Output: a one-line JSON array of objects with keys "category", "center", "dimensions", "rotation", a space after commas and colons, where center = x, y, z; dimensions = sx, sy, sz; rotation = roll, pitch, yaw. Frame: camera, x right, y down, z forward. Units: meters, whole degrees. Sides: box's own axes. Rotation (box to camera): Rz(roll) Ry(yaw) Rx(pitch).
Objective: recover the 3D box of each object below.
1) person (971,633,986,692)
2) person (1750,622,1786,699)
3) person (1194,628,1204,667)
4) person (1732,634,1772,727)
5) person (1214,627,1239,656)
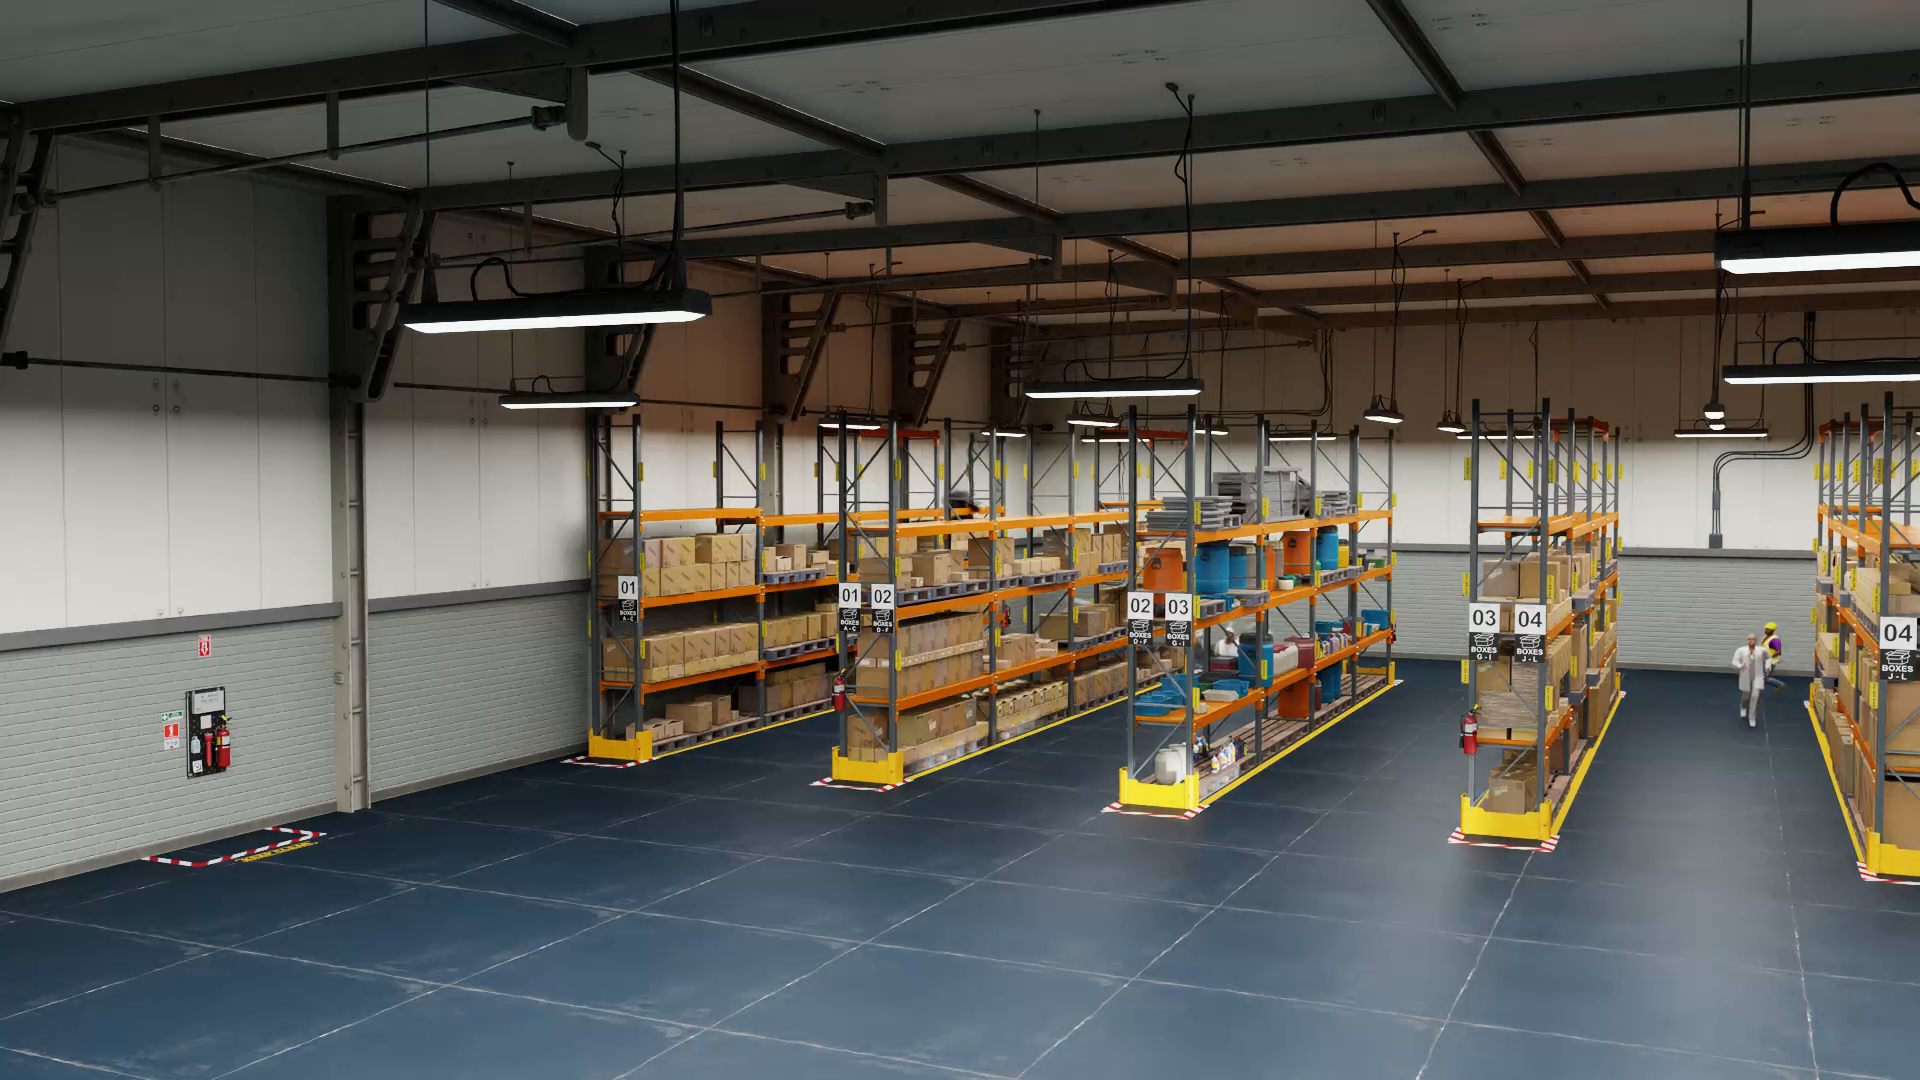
[{"category": "person", "center": [0.424, 2.741, 35.101], "dimensions": [0.588, 1.658, 0.546], "rotation": [1, 2, 18]}, {"category": "person", "center": [17.742, 2.663, 36.415], "dimensions": [0.770, 1.717, 0.744], "rotation": [0, 2, 0]}, {"category": "person", "center": [6.005, 2.412, 42.056], "dimensions": [0.700, 1.791, 0.717], "rotation": [2, 3, 40]}, {"category": "person", "center": [15.711, 2.759, 32.997], "dimensions": [0.717, 1.790, 1.043], "rotation": [1, 3, 27]}, {"category": "person", "center": [5.646, 2.697, 34.888], "dimensions": [0.669, 1.737, 0.597], "rotation": [1, 3, 21]}]
